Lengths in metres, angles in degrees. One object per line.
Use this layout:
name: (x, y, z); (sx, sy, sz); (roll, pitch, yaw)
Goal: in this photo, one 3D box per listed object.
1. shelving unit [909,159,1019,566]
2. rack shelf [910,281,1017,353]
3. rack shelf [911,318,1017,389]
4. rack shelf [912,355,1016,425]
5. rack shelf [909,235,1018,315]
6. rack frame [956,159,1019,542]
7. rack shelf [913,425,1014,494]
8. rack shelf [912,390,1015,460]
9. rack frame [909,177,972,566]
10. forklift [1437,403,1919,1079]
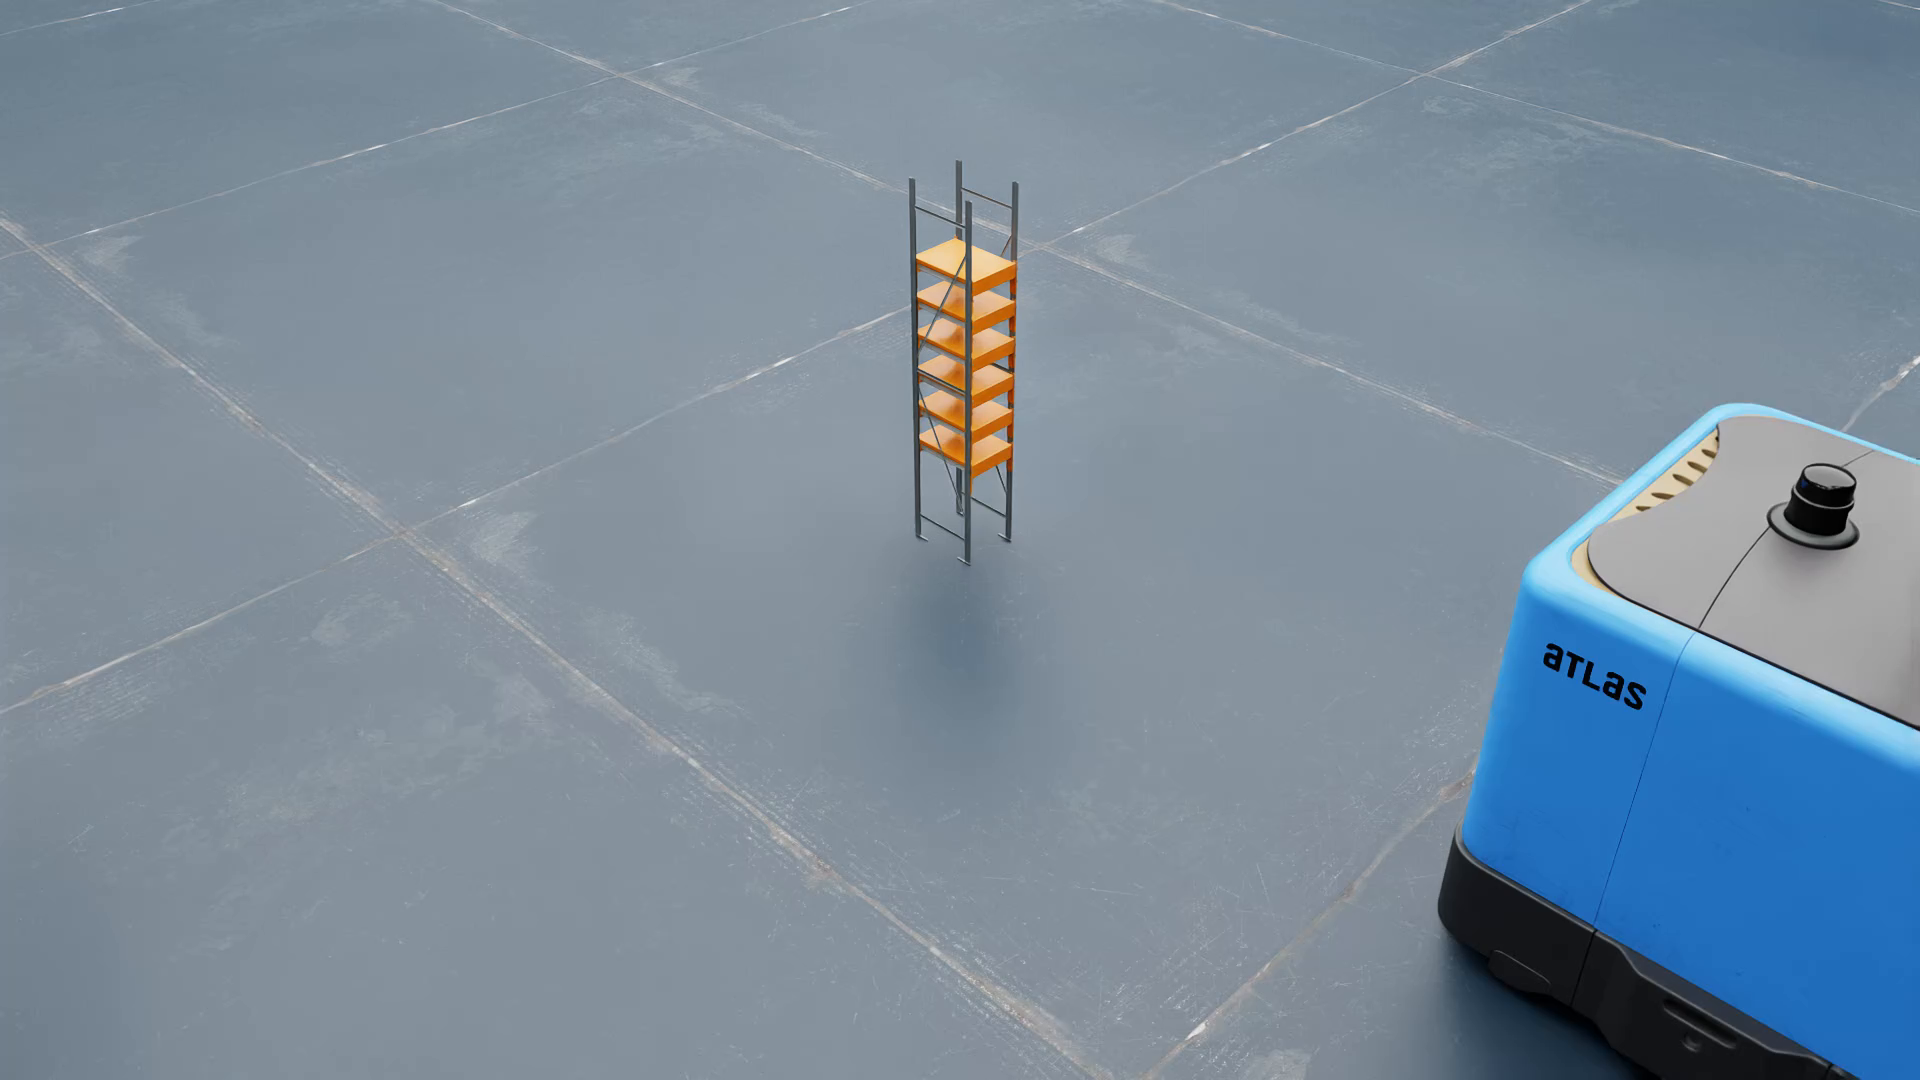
shelving unit: (0.010, -0.498, 4.915); (0.258, 1.200, 0.189); (30, 45, 35)
rack shelf: (0.010, -0.658, 4.803); (0.258, 0.103, 0.180); (30, 45, 35)
rack shelf: (0.010, -0.560, 4.872); (0.258, 0.103, 0.180); (30, 45, 35)
rack shelf: (0.010, -0.462, 4.941); (0.258, 0.103, 0.180); (30, 45, 35)
rack shelf: (0.010, -0.757, 4.735); (0.258, 0.103, 0.180); (30, 45, 35)
rack frame: (0.075, -0.535, 4.968); (0.240, 1.200, 0.006); (30, 45, 35)
rack shelf: (0.010, -0.265, 5.078); (0.258, 0.103, 0.180); (30, 45, 35)
rack shelf: (0.010, -0.363, 5.009); (0.258, 0.103, 0.180); (30, 45, 35)
rack frame: (-0.054, -0.461, 4.862); (0.240, 1.200, 0.006); (30, 45, 35)
forklift: (2.519, 0.122, 2.512); (3.031, 2.935, 1.130); (29, 44, 35)
